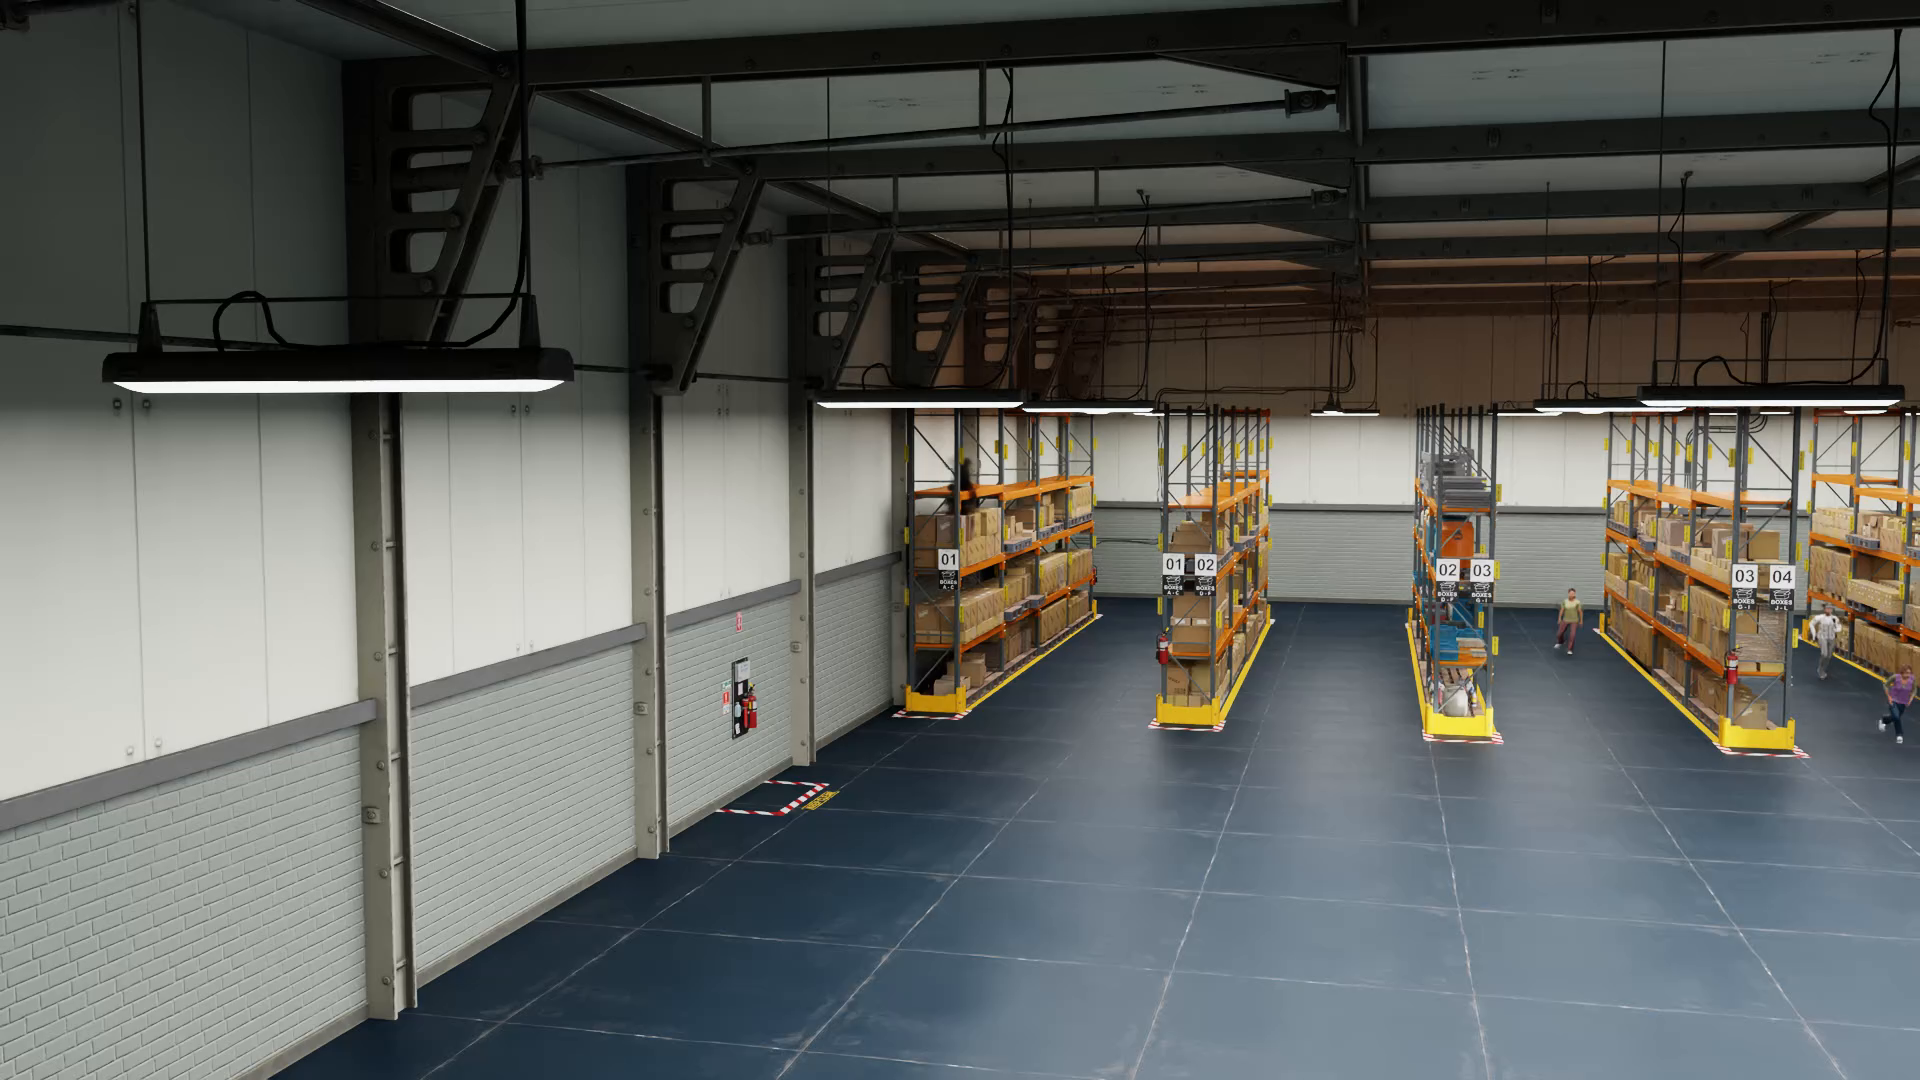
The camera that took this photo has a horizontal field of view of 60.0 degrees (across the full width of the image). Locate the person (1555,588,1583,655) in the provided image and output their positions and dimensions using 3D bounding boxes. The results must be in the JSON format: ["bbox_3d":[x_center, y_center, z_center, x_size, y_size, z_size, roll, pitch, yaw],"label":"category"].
[{"bbox_3d":[14.828,1.948,40.478,0.693,1.586,0.594,2,5,29],"label":"person"}]

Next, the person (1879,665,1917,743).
[{"bbox_3d":[16.647,2.871,29.550,0.534,1.419,0.965,1,4,8],"label":"person"}]

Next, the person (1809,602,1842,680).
[{"bbox_3d":[19.056,2.219,36.563,0.558,1.717,0.694,0,4,7],"label":"person"}]
